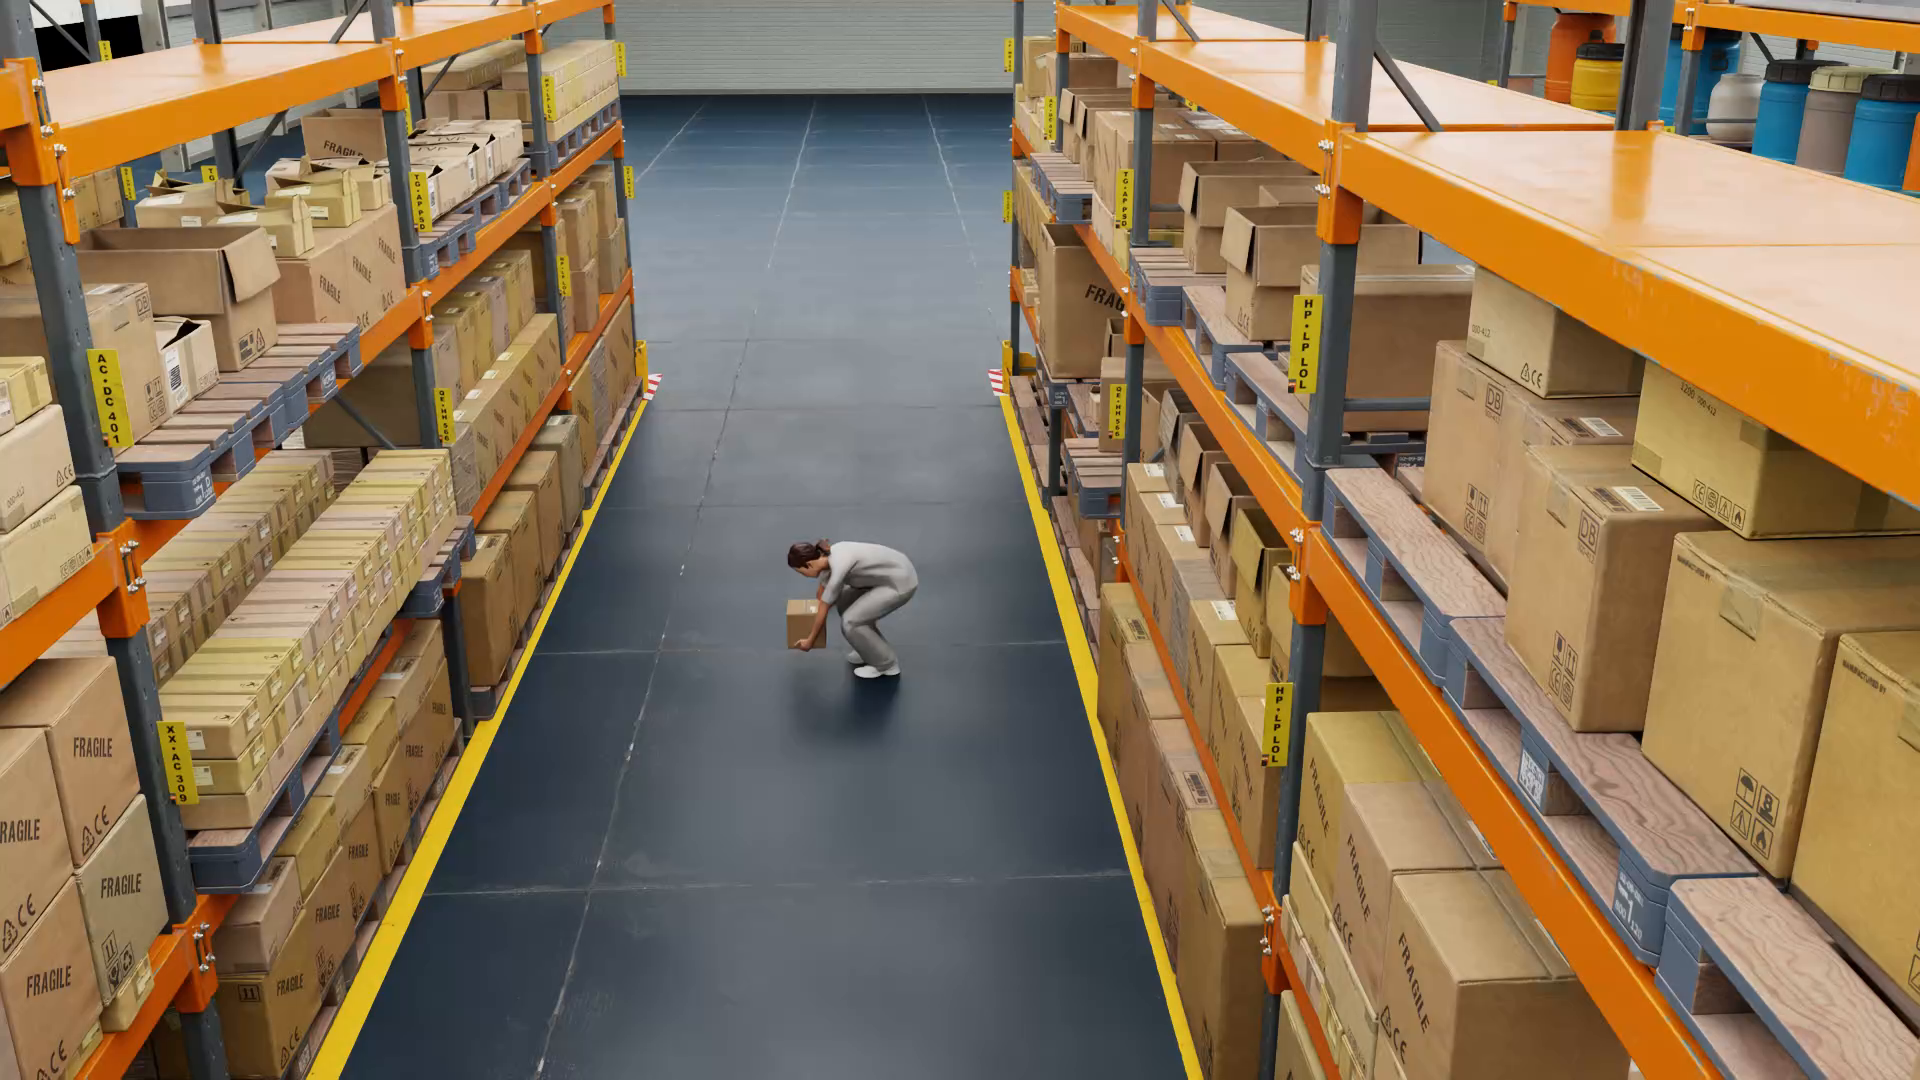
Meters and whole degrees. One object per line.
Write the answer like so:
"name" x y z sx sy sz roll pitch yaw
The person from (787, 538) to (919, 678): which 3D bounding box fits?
"person" -0.701 0.430 10.994 0.852 0.931 0.468 -2 21 -5
